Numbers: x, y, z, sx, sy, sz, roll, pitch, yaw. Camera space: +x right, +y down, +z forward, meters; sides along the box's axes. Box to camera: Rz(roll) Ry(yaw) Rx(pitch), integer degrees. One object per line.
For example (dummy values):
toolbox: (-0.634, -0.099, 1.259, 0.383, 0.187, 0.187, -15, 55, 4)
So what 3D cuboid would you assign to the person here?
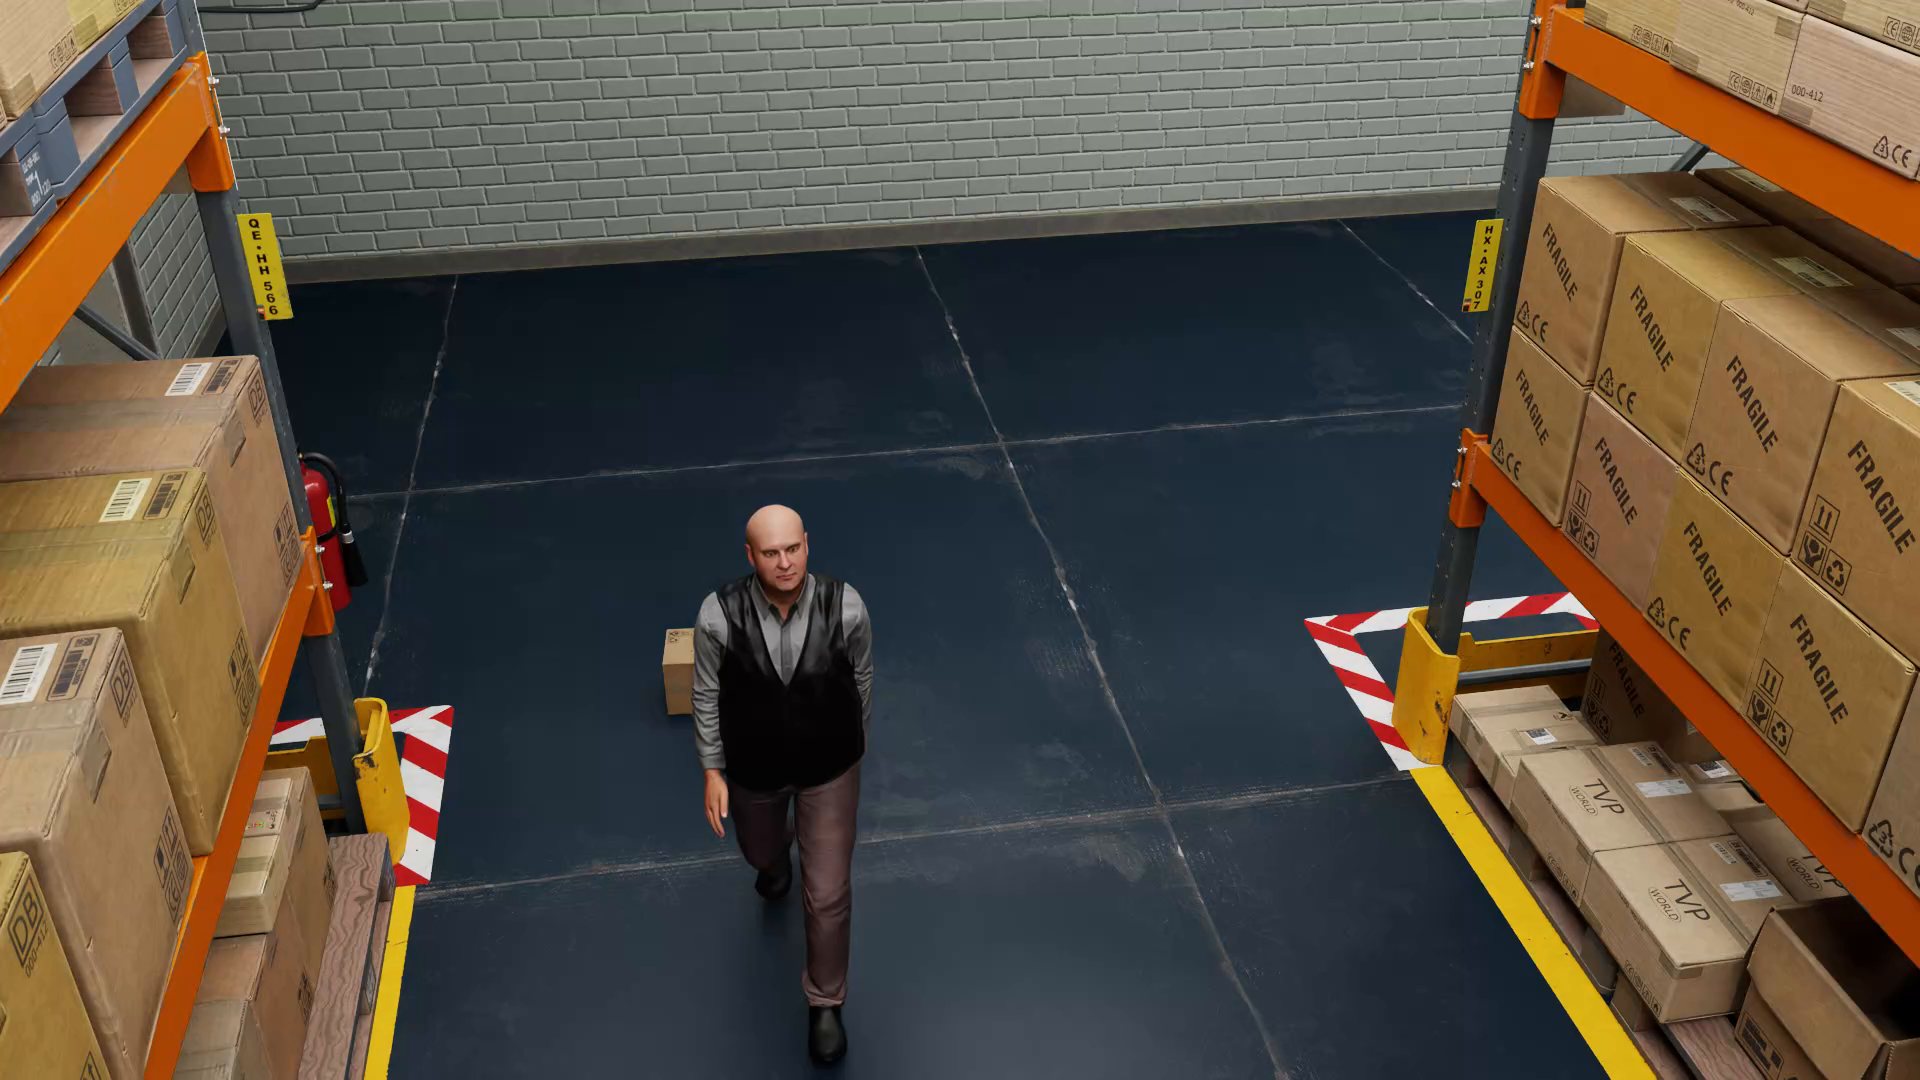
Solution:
person: (-0.522, 0.661, 5.038, 0.537, 1.680, 0.985, -2, 31, -3)
